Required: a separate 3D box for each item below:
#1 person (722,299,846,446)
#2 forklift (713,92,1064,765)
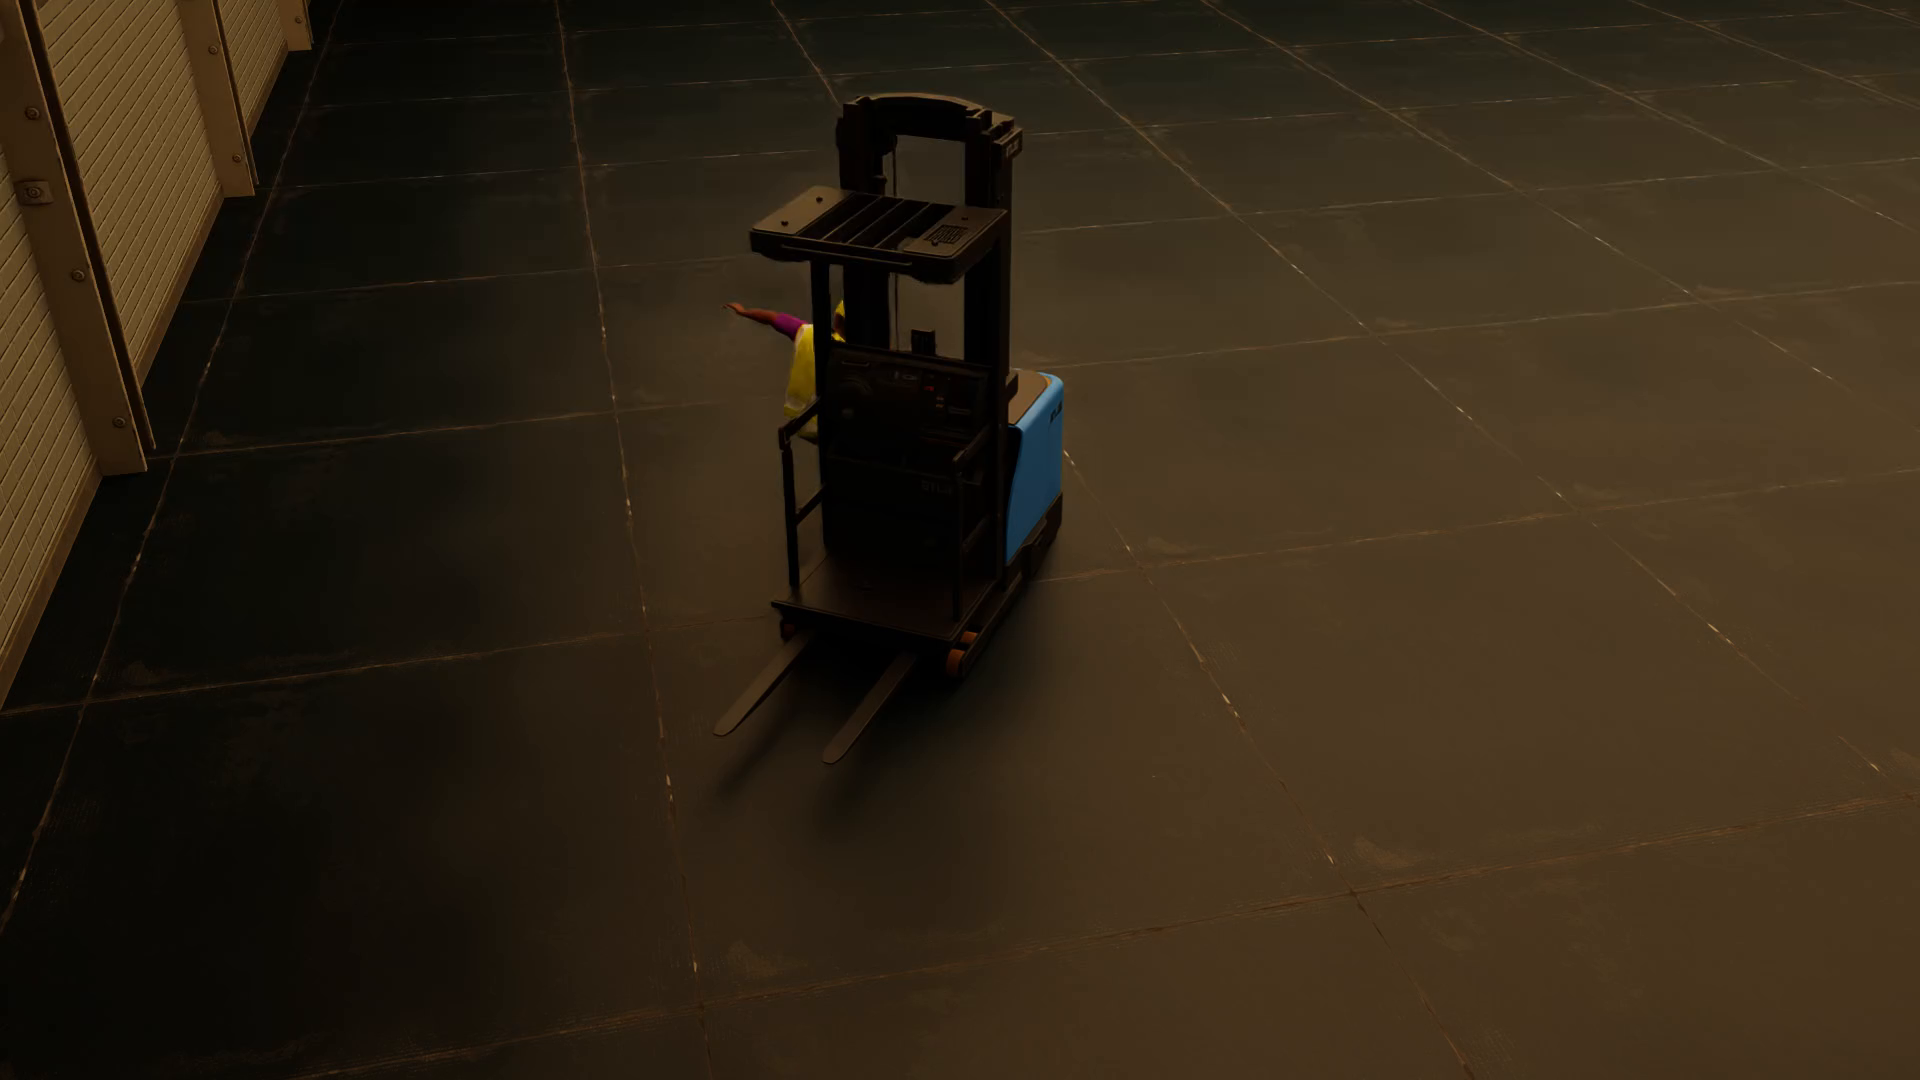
[{"bbox_3d":[-0.858,-0.928,10.713,0.726,1.431,1.427,-24,38,-35],"label":"person"},{"bbox_3d":[-0.373,-0.741,8.854,1.130,2.935,3.031,11,32,19],"label":"forklift"}]
